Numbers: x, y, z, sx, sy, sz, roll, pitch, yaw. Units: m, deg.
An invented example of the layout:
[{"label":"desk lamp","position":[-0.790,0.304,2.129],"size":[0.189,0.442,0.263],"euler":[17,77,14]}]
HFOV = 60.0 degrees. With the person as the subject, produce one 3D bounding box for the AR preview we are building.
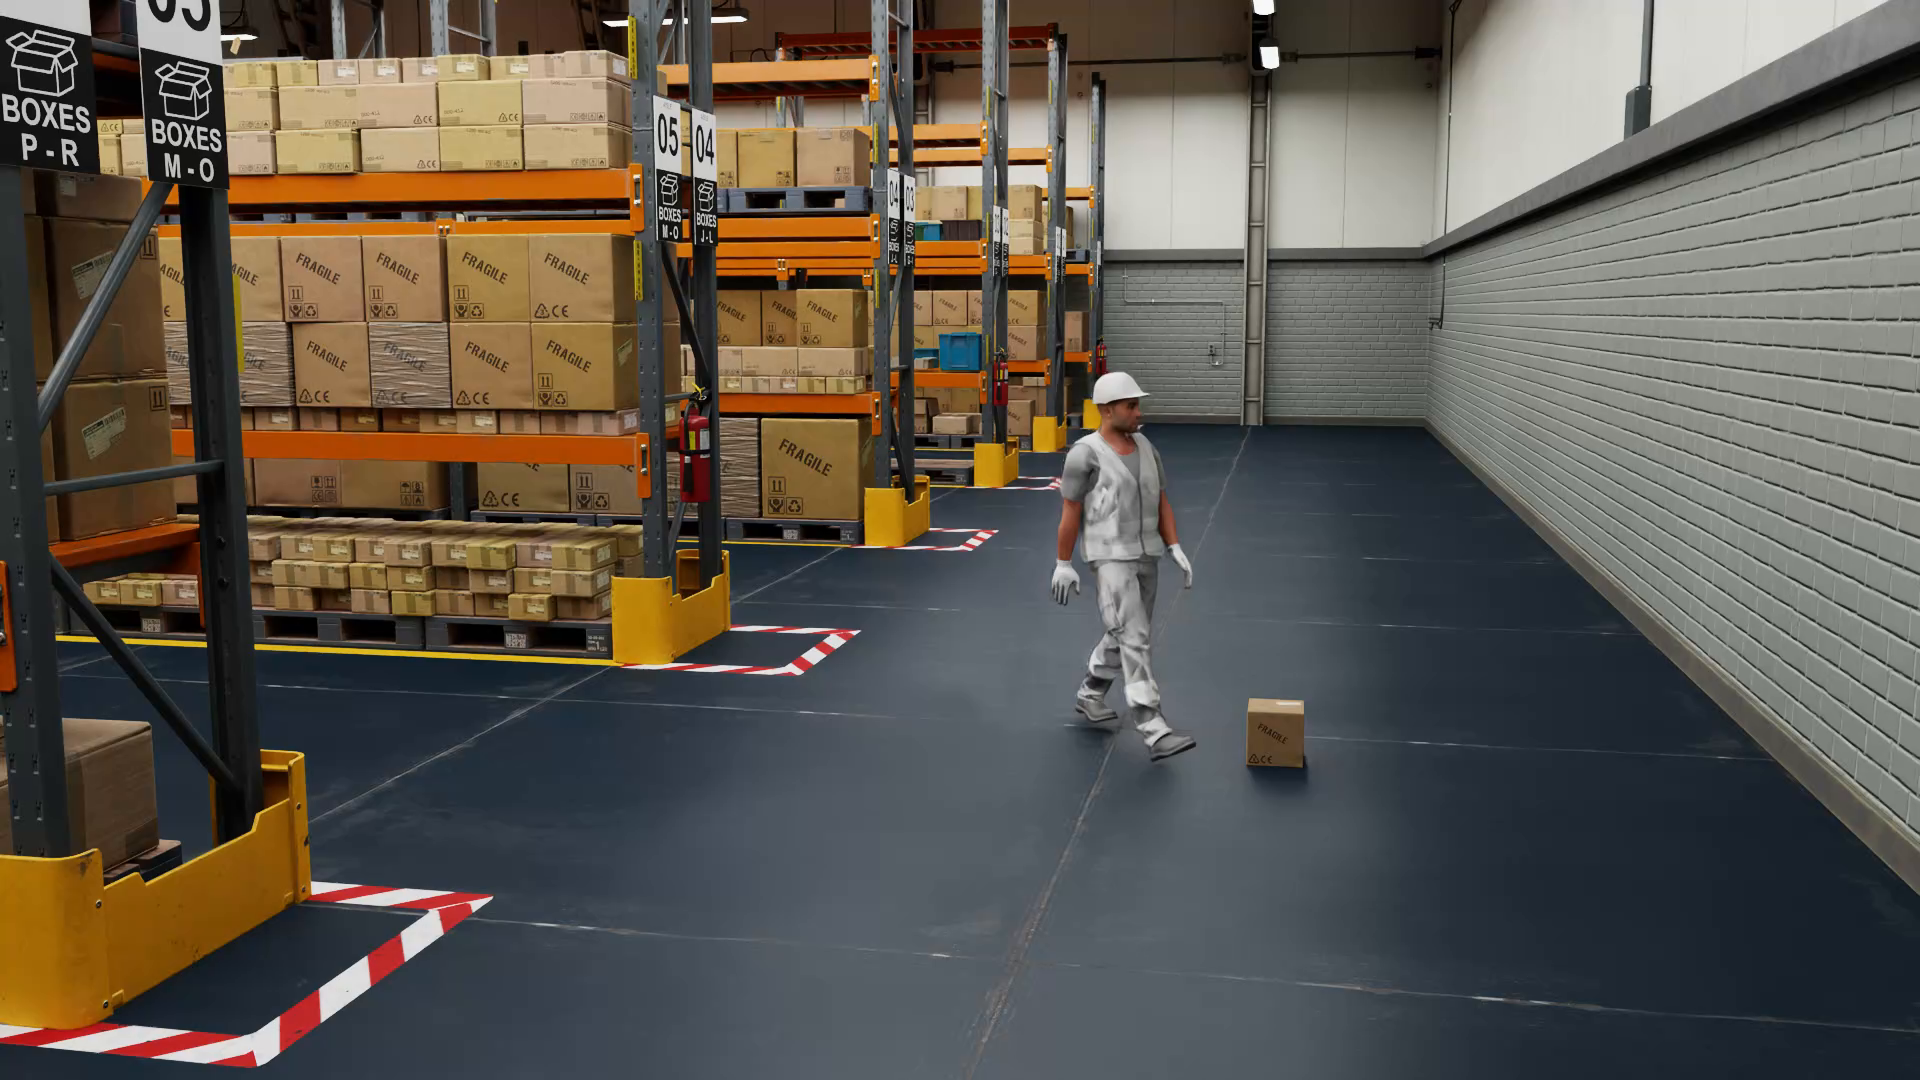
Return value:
[{"label":"person","position":[0.810,0.098,7.634],"size":[0.575,1.726,1.066],"euler":[-6,10,-37]}]
